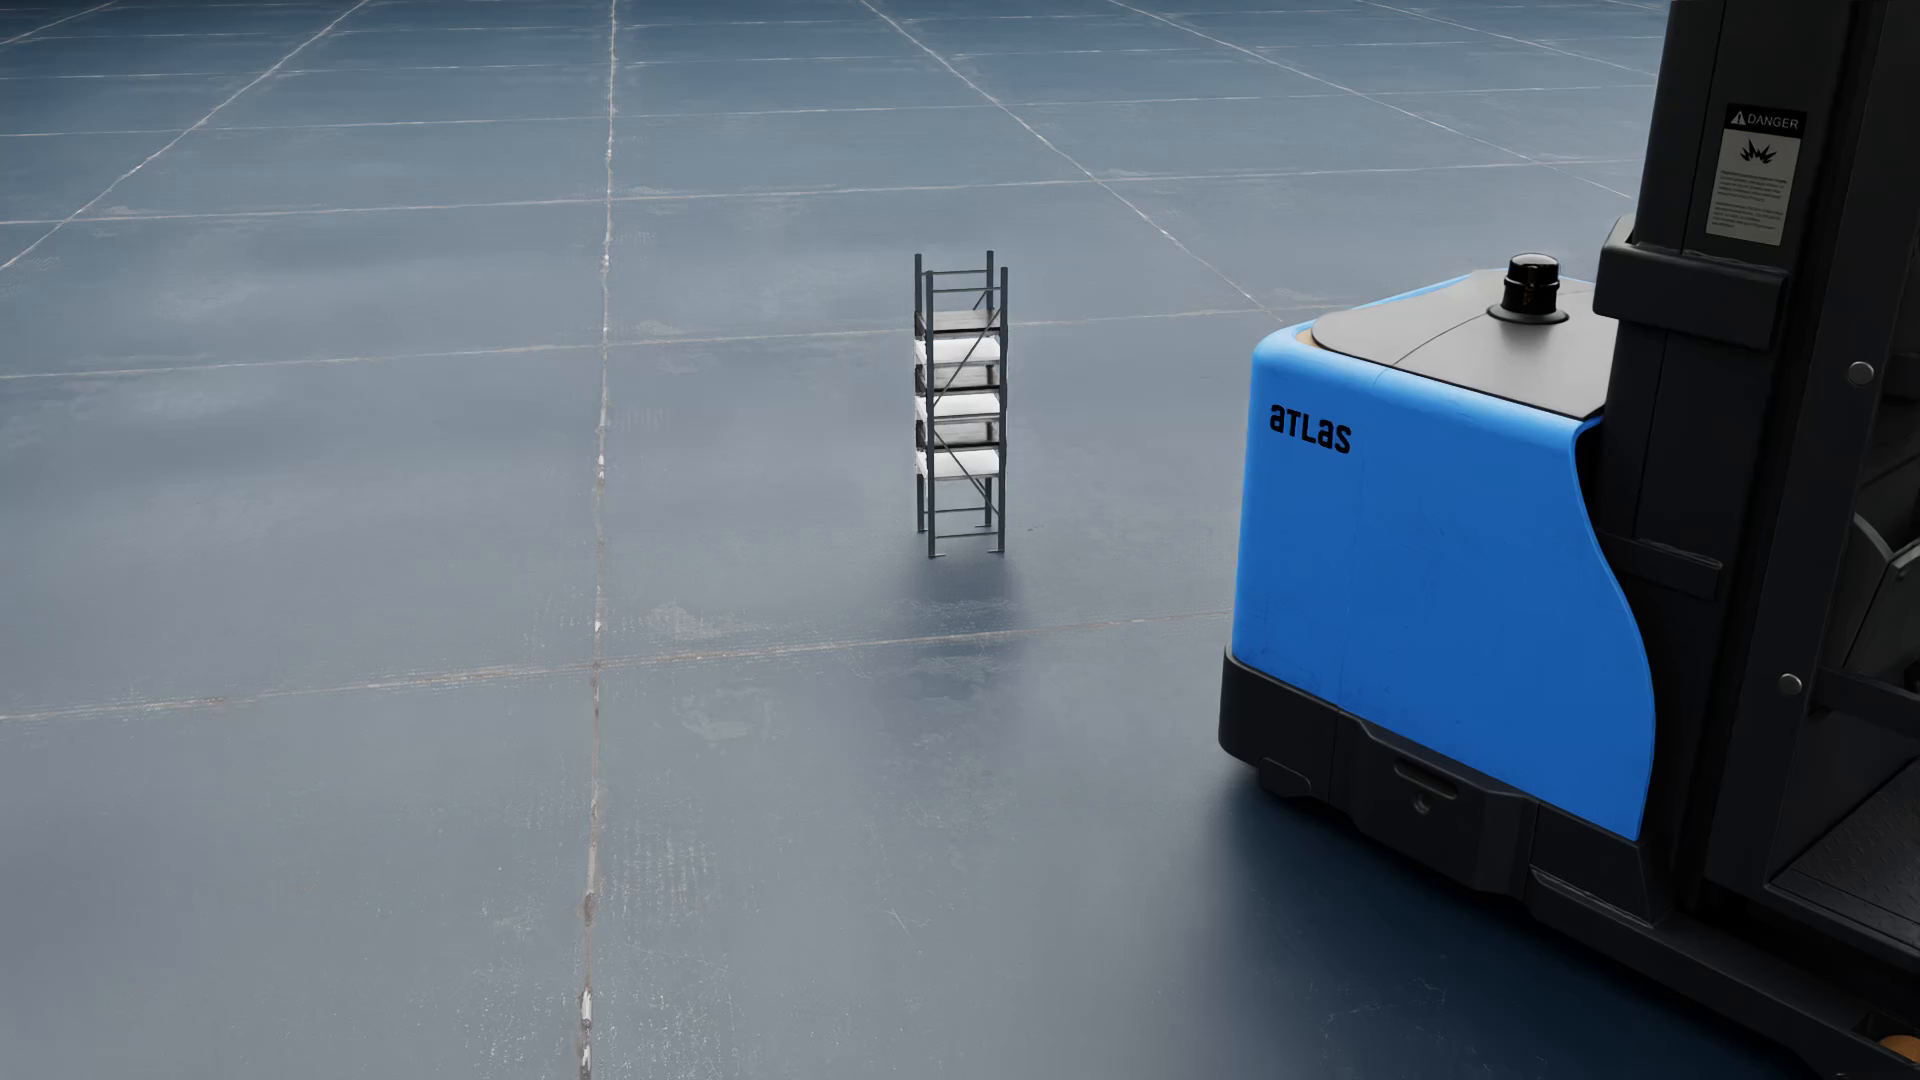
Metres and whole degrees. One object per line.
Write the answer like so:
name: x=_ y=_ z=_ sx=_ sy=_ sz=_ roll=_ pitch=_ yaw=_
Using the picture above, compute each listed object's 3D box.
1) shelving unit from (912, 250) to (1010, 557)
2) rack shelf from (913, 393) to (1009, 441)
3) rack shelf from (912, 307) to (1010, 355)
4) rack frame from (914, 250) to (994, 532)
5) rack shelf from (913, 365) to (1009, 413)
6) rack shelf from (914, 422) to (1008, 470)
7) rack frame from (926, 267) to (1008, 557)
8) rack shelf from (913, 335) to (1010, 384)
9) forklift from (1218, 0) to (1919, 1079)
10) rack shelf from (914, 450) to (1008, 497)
shelving unit: x=0.001 y=-0.409 z=5.063 sx=0.258 sy=0.900 sz=0.210 roll=-4 pitch=24 yaw=-10
rack shelf: x=0.001 y=-0.379 z=5.076 sx=0.258 sy=0.077 sz=0.200 roll=-4 pitch=24 yaw=-10
rack shelf: x=0.001 y=-0.626 z=4.968 sx=0.258 sy=0.077 sz=0.200 roll=-4 pitch=24 yaw=-10
rack frame: x=-0.017 y=-0.449 z=5.154 sx=0.240 sy=0.900 sz=0.006 roll=-4 pitch=24 yaw=-10
rack shelf: x=0.001 y=-0.461 z=5.040 sx=0.258 sy=0.077 sz=0.200 roll=-4 pitch=24 yaw=-10
rack shelf: x=0.001 y=-0.296 z=5.112 sx=0.258 sy=0.077 sz=0.200 roll=-4 pitch=24 yaw=-10
rack frame: x=0.020 y=-0.369 z=4.971 sx=0.240 sy=0.900 sz=0.006 roll=-4 pitch=24 yaw=-10
rack shelf: x=0.001 y=-0.544 z=5.004 sx=0.258 sy=0.077 sz=0.200 roll=-4 pitch=24 yaw=-10
forklift: x=1.964 y=-0.482 z=2.691 sx=1.130 sy=2.935 sz=3.031 roll=-19 pitch=30 yaw=-37
rack shelf: x=0.001 y=-0.214 z=5.148 sx=0.258 sy=0.077 sz=0.200 roll=-4 pitch=24 yaw=-10
